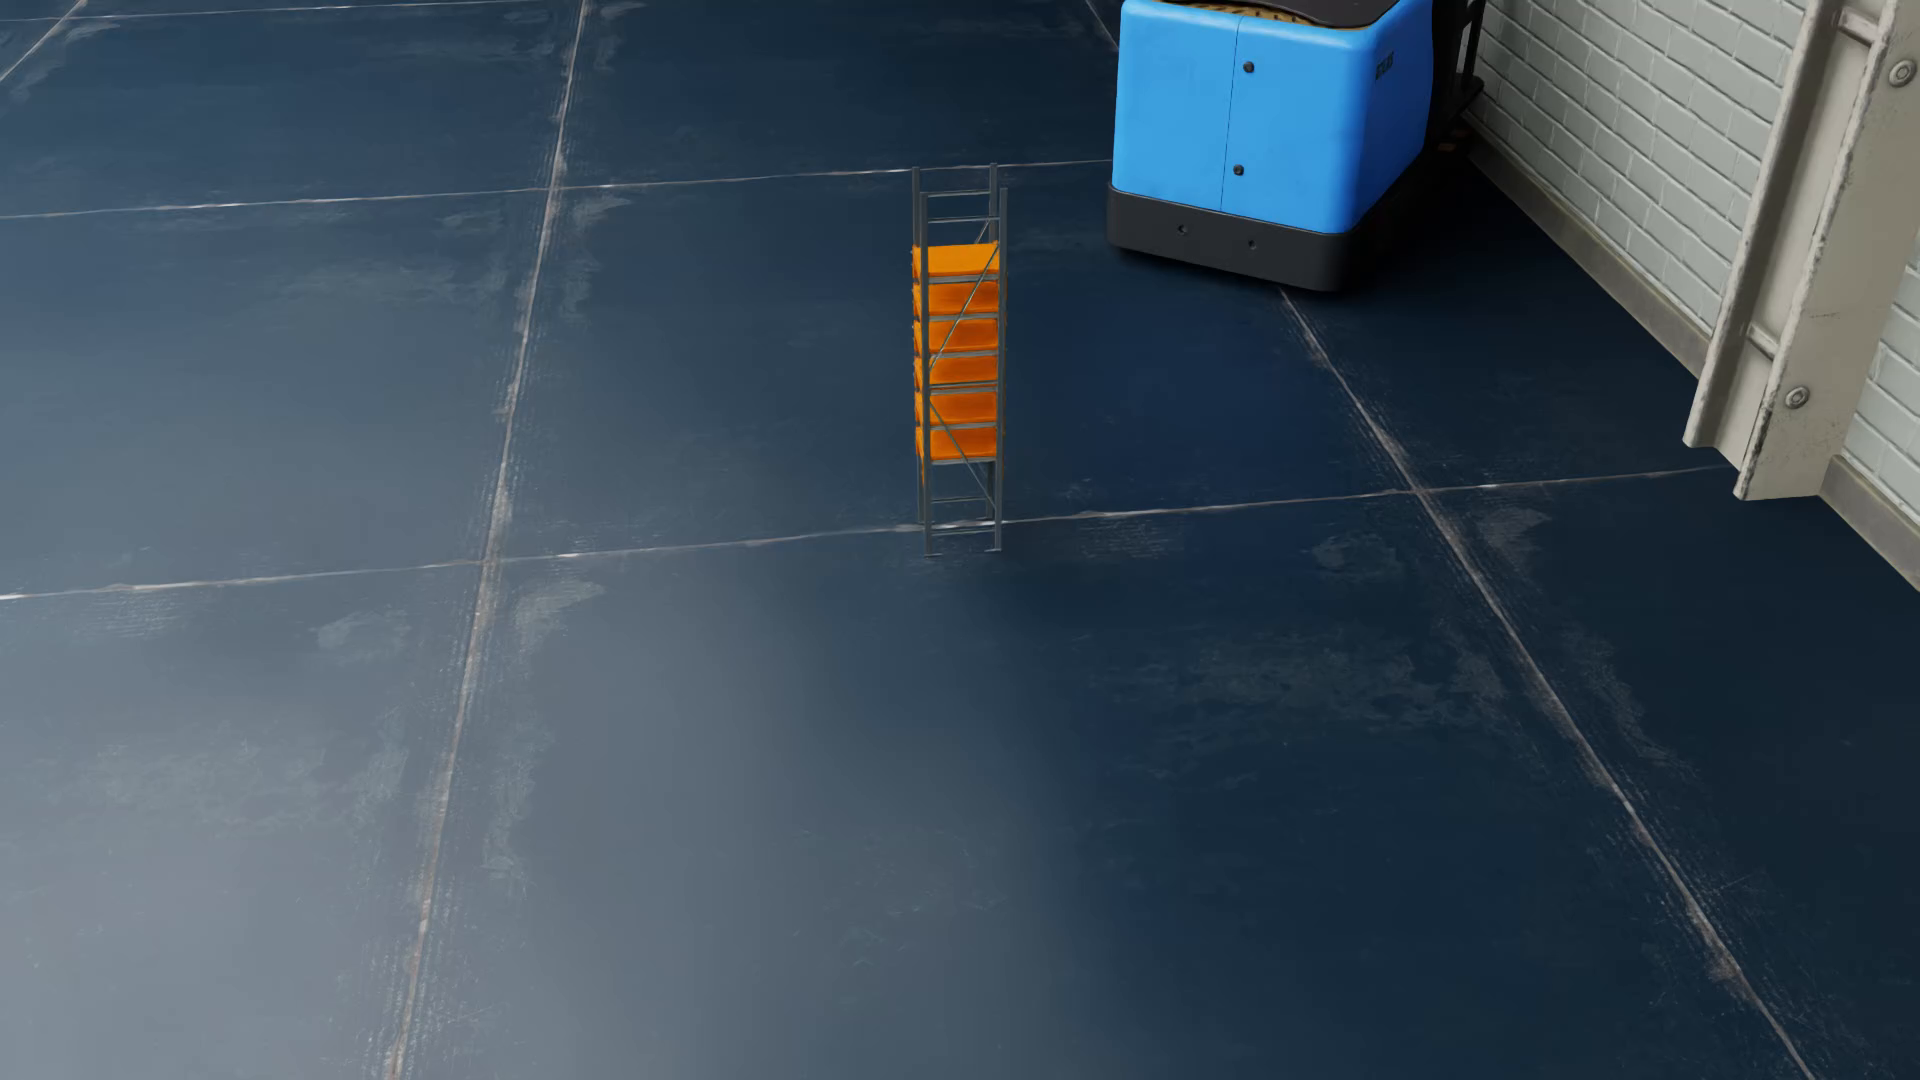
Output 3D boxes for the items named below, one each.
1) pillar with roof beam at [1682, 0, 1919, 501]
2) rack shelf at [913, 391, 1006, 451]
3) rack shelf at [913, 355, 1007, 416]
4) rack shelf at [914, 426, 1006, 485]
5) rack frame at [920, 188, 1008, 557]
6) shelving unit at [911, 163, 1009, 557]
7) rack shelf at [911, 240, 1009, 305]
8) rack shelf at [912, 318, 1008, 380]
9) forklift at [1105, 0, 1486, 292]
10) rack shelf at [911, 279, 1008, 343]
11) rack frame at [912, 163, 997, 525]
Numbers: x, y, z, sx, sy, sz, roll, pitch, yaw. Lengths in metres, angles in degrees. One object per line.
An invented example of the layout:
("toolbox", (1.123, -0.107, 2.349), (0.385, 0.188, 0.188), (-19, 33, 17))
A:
("pillar with roof beam", (-1.587, -3.643, 2.605), (9.100, 9.000, 0.400), (-4, 35, -6))
("rack shelf", (-0.002, -0.368, 5.017), (0.258, 0.103, 0.180), (-4, 35, -6))
("rack shelf", (-0.002, -0.467, 4.949), (0.258, 0.103, 0.180), (-4, 35, -6))
("rack shelf", (-0.002, -0.269, 5.084), (0.258, 0.103, 0.180), (-4, 35, -6))
("rack frame", (0.010, -0.453, 4.849), (0.240, 1.200, 0.006), (-4, 35, -6))
("shelving unit", (-0.002, -0.504, 4.924), (0.258, 1.200, 0.189), (-4, 35, -6))
("rack shelf", (-0.002, -0.765, 4.746), (0.258, 0.103, 0.180), (-4, 35, -6))
("rack shelf", (-0.002, -0.566, 4.881), (0.258, 0.103, 0.180), (-4, 35, -6))
("forklift", (1.768, -2.997, 7.045), (1.130, 2.935, 3.031), (17, 38, 24))
("rack shelf", (-0.002, -0.666, 4.814), (0.258, 0.103, 0.180), (-4, 35, -6))
("rack frame", (-0.014, -0.555, 4.999), (0.240, 1.200, 0.006), (-4, 35, -6))
